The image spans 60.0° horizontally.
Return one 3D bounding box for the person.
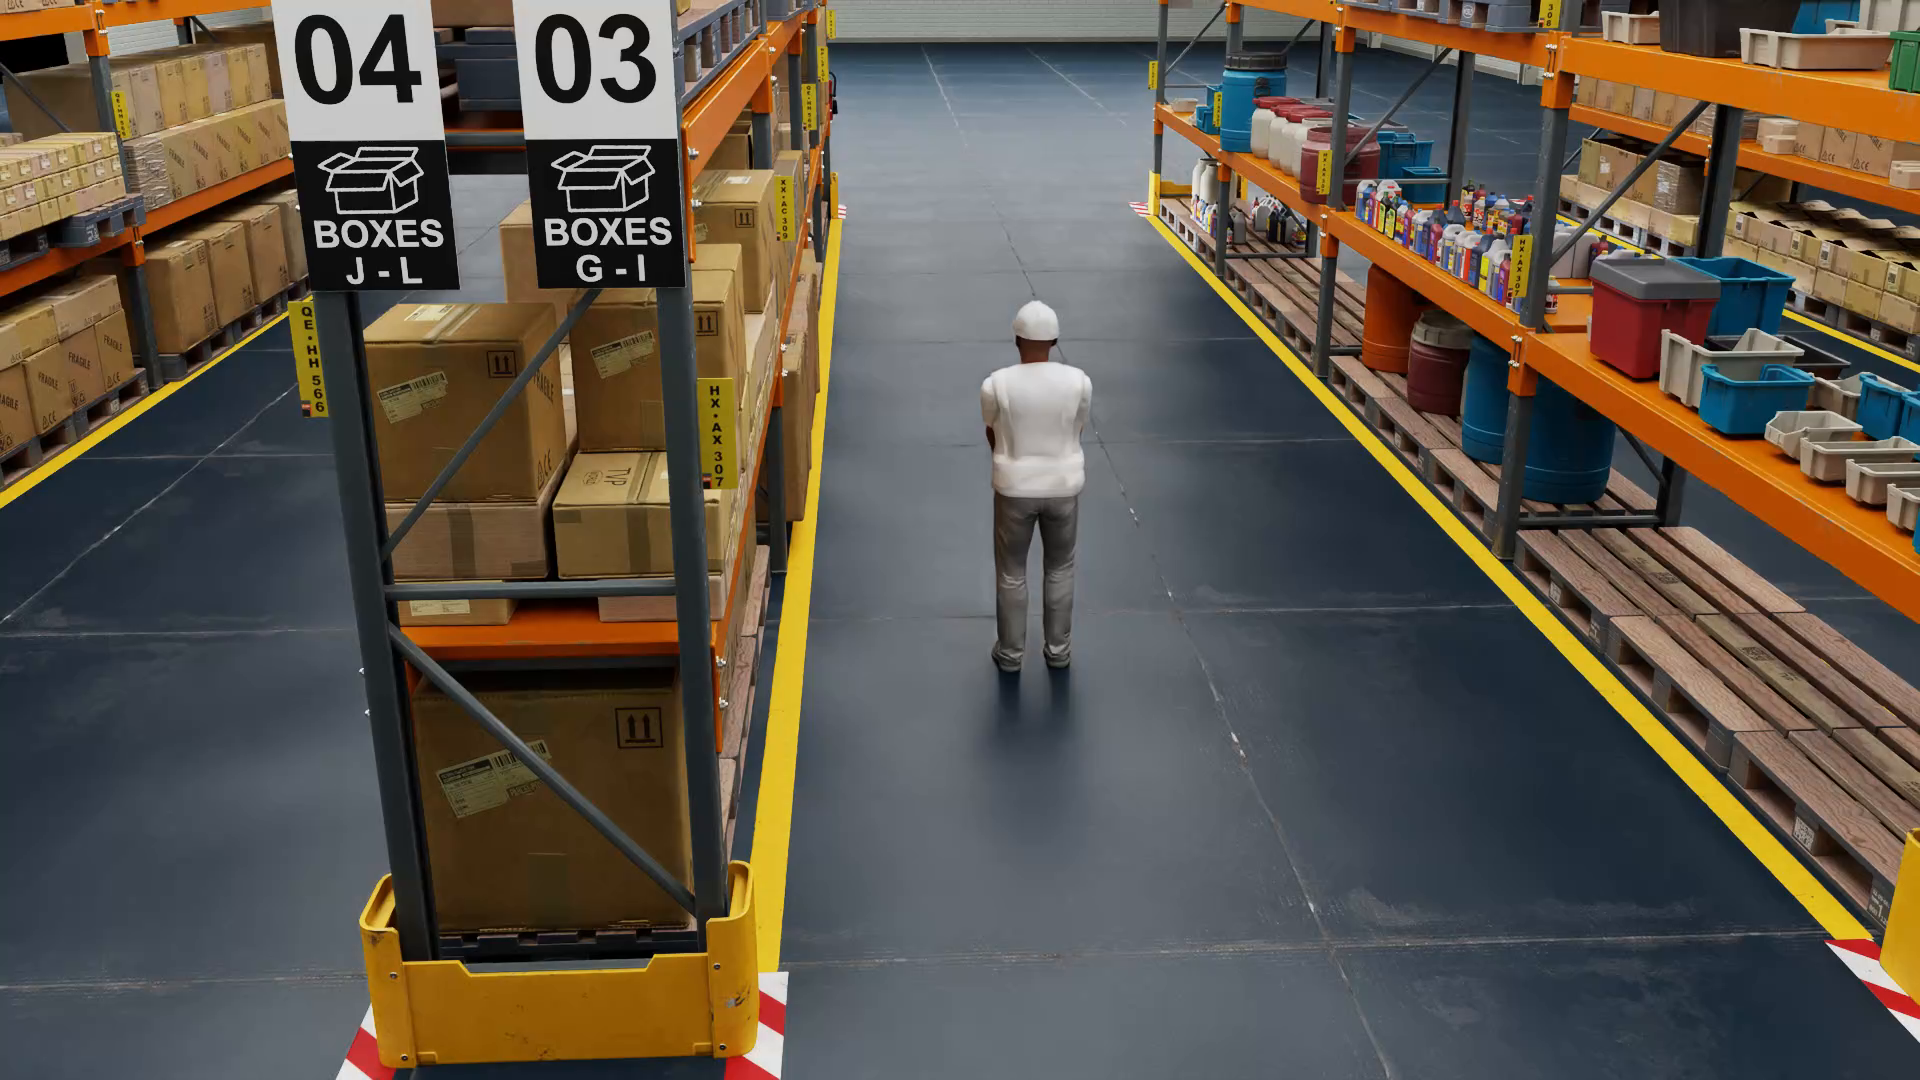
[{"bbox_3d":[0.338,-0.266,7.765,0.505,1.763,0.557,-1,20,-3],"label":"person"}]
